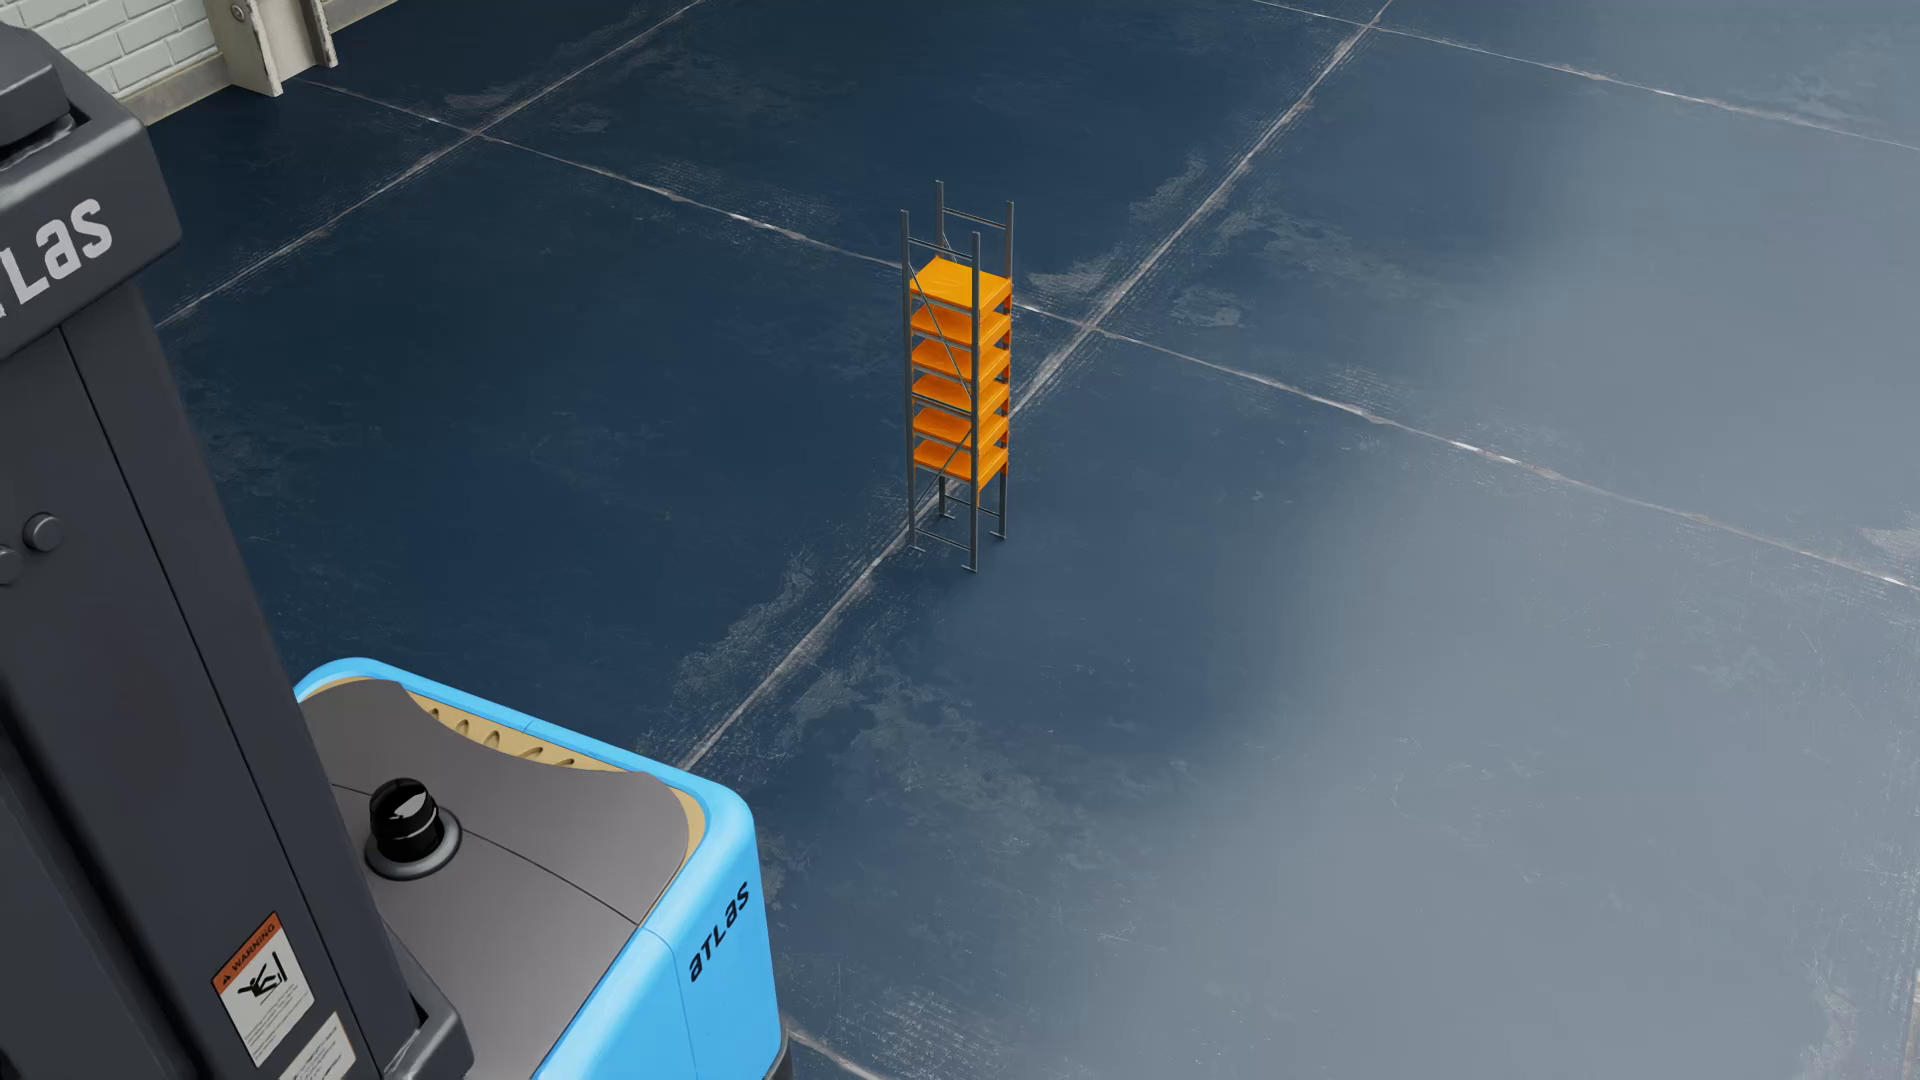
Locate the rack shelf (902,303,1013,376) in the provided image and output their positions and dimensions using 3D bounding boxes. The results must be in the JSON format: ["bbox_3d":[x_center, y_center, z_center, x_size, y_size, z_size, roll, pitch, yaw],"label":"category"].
[{"bbox_3d":[-0.007,-0.589,4.715,0.258,0.103,0.180,21,45,22],"label":"rack shelf"}]

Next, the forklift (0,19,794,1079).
[{"bbox_3d":[-1.429,0.943,1.961,1.130,2.935,3.031,16,44,18],"label":"forklift"}]

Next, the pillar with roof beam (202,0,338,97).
[{"bbox_3d":[0.591,-4.121,3.121,9.100,9.000,0.400,21,45,22],"label":"pillar with roof beam"}]

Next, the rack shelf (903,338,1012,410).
[{"bbox_3d":[-0.007,-0.499,4.794,0.258,0.103,0.180,21,45,22],"label":"rack shelf"}]

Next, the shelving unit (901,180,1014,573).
[{"bbox_3d":[-0.007,-0.442,4.844,0.258,1.200,0.189,21,45,22],"label":"shelving unit"}]

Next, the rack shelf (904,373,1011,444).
[{"bbox_3d":[-0.007,-0.409,4.873,0.258,0.103,0.180,21,45,22],"label":"rack shelf"}]

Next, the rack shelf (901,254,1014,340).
[{"bbox_3d":[-0.007,-0.679,4.635,0.258,0.103,0.180,21,45,22],"label":"rack shelf"}]

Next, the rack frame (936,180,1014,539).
[{"bbox_3d":[0.039,-0.494,4.904,0.240,1.200,0.006,21,45,22],"label":"rack frame"}]

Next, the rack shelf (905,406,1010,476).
[{"bbox_3d":[-0.007,-0.319,4.953,0.258,0.103,0.180,21,45,22],"label":"rack shelf"}]

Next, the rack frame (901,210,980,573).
[{"bbox_3d":[-0.053,-0.390,4.785,0.240,1.200,0.006,21,45,22],"label":"rack frame"}]

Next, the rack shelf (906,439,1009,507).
[{"bbox_3d":[-0.007,-0.229,5.032,0.258,0.103,0.180,21,45,22],"label":"rack shelf"}]
